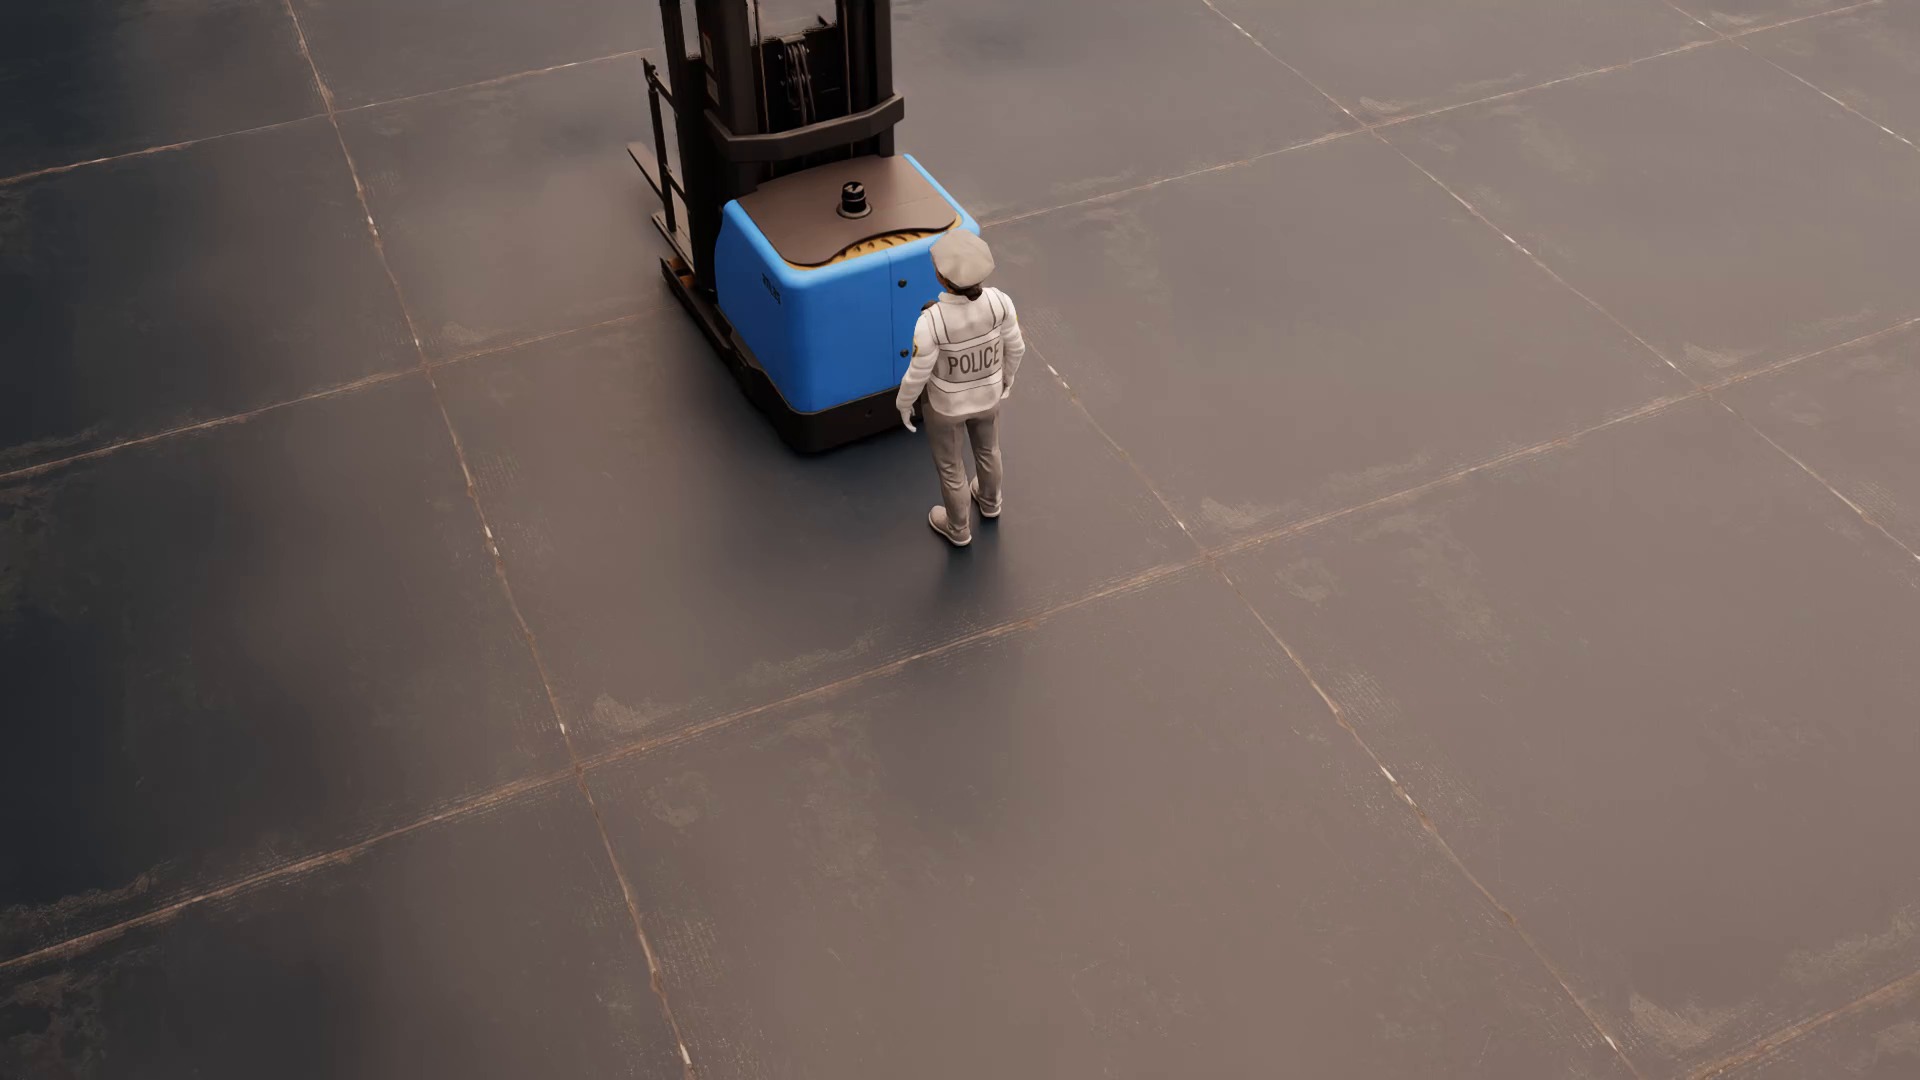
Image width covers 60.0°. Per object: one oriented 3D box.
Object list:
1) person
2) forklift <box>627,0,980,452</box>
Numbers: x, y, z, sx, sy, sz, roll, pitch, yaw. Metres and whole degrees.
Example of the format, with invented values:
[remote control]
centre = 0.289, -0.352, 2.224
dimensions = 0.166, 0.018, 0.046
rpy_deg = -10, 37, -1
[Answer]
[person]
centre = -0.022, -0.668, 7.292
dimensions = 0.587, 1.696, 0.534
rpy_deg = -18, 46, -18
[forklift]
centre = -1.019, -2.506, 8.365
dimensions = 1.130, 2.935, 3.031
rpy_deg = -20, 46, -20
